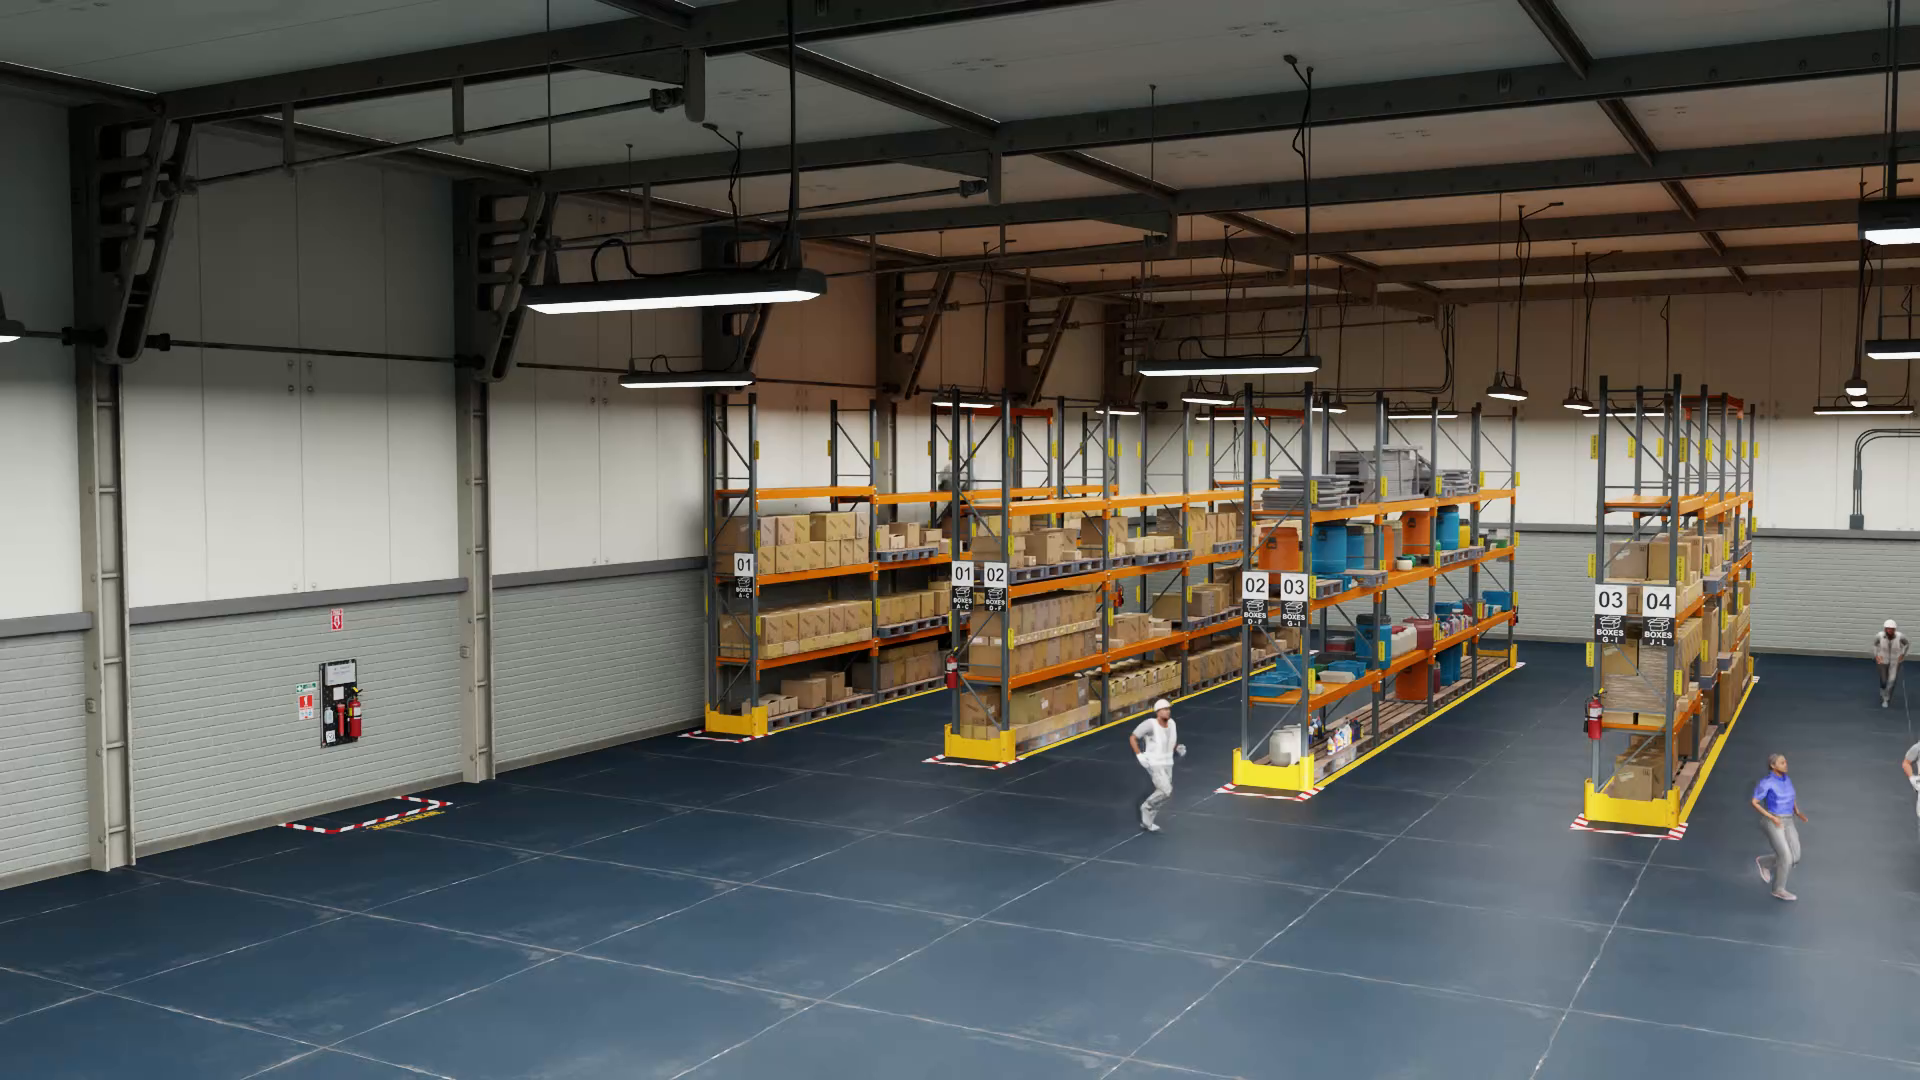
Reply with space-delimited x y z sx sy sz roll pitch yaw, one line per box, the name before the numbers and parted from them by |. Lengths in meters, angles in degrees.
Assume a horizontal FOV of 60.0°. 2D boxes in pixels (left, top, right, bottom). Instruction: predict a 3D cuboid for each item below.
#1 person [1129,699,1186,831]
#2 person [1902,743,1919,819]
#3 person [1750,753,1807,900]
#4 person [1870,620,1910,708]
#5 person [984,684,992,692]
person | 2.640 2.948 21.764 0.682 1.732 0.612 -3 4 -42
person | 11.809 3.048 20.143 0.694 1.752 0.576 1 3 25
person | 9.137 3.189 18.665 0.596 1.600 0.612 -1 3 -24
person | 18.258 2.407 32.681 0.670 1.737 0.978 1 3 23
person | 0.663 2.397 31.687 0.648 1.775 0.786 1 3 19
